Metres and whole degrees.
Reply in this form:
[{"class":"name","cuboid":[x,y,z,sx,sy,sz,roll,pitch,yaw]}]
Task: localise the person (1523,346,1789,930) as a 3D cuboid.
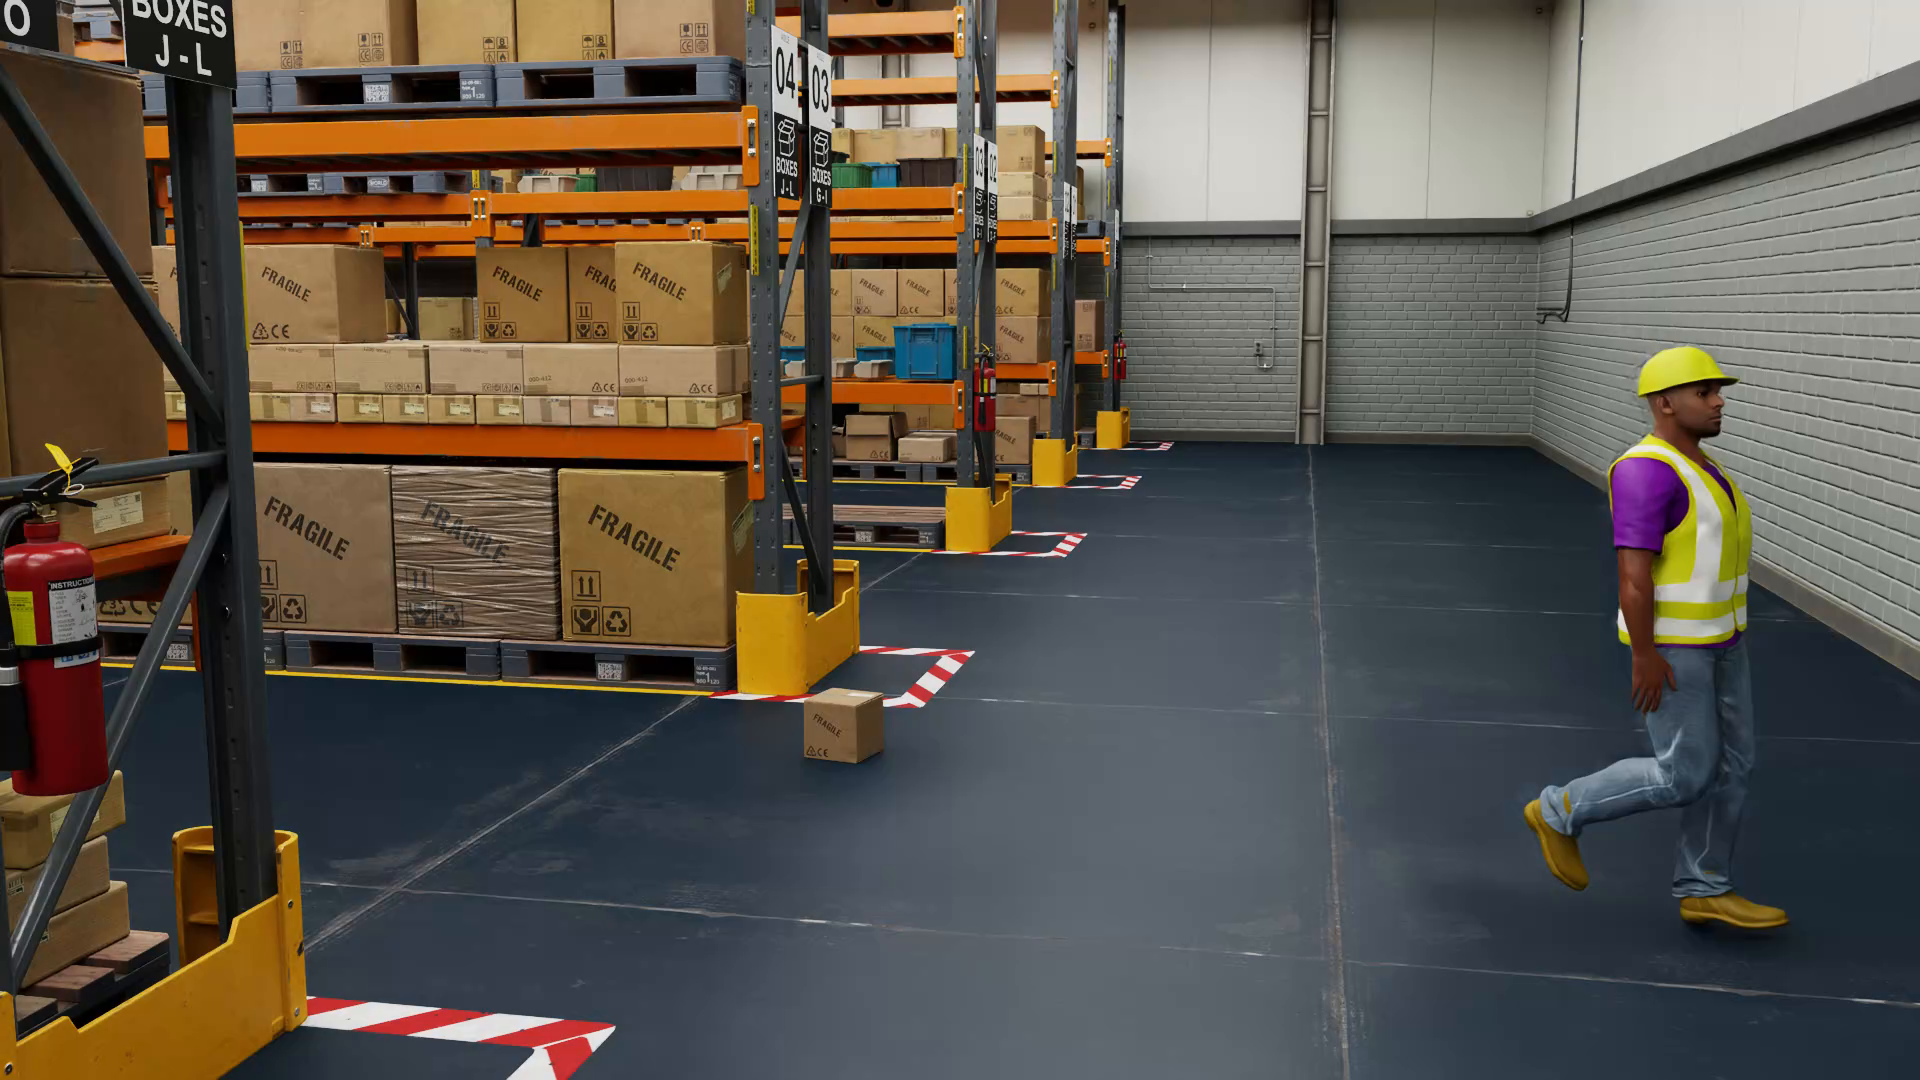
[{"class":"person","cuboid":[2.146,0.293,5.034,0.738,1.748,0.589,8,11,43]}]
